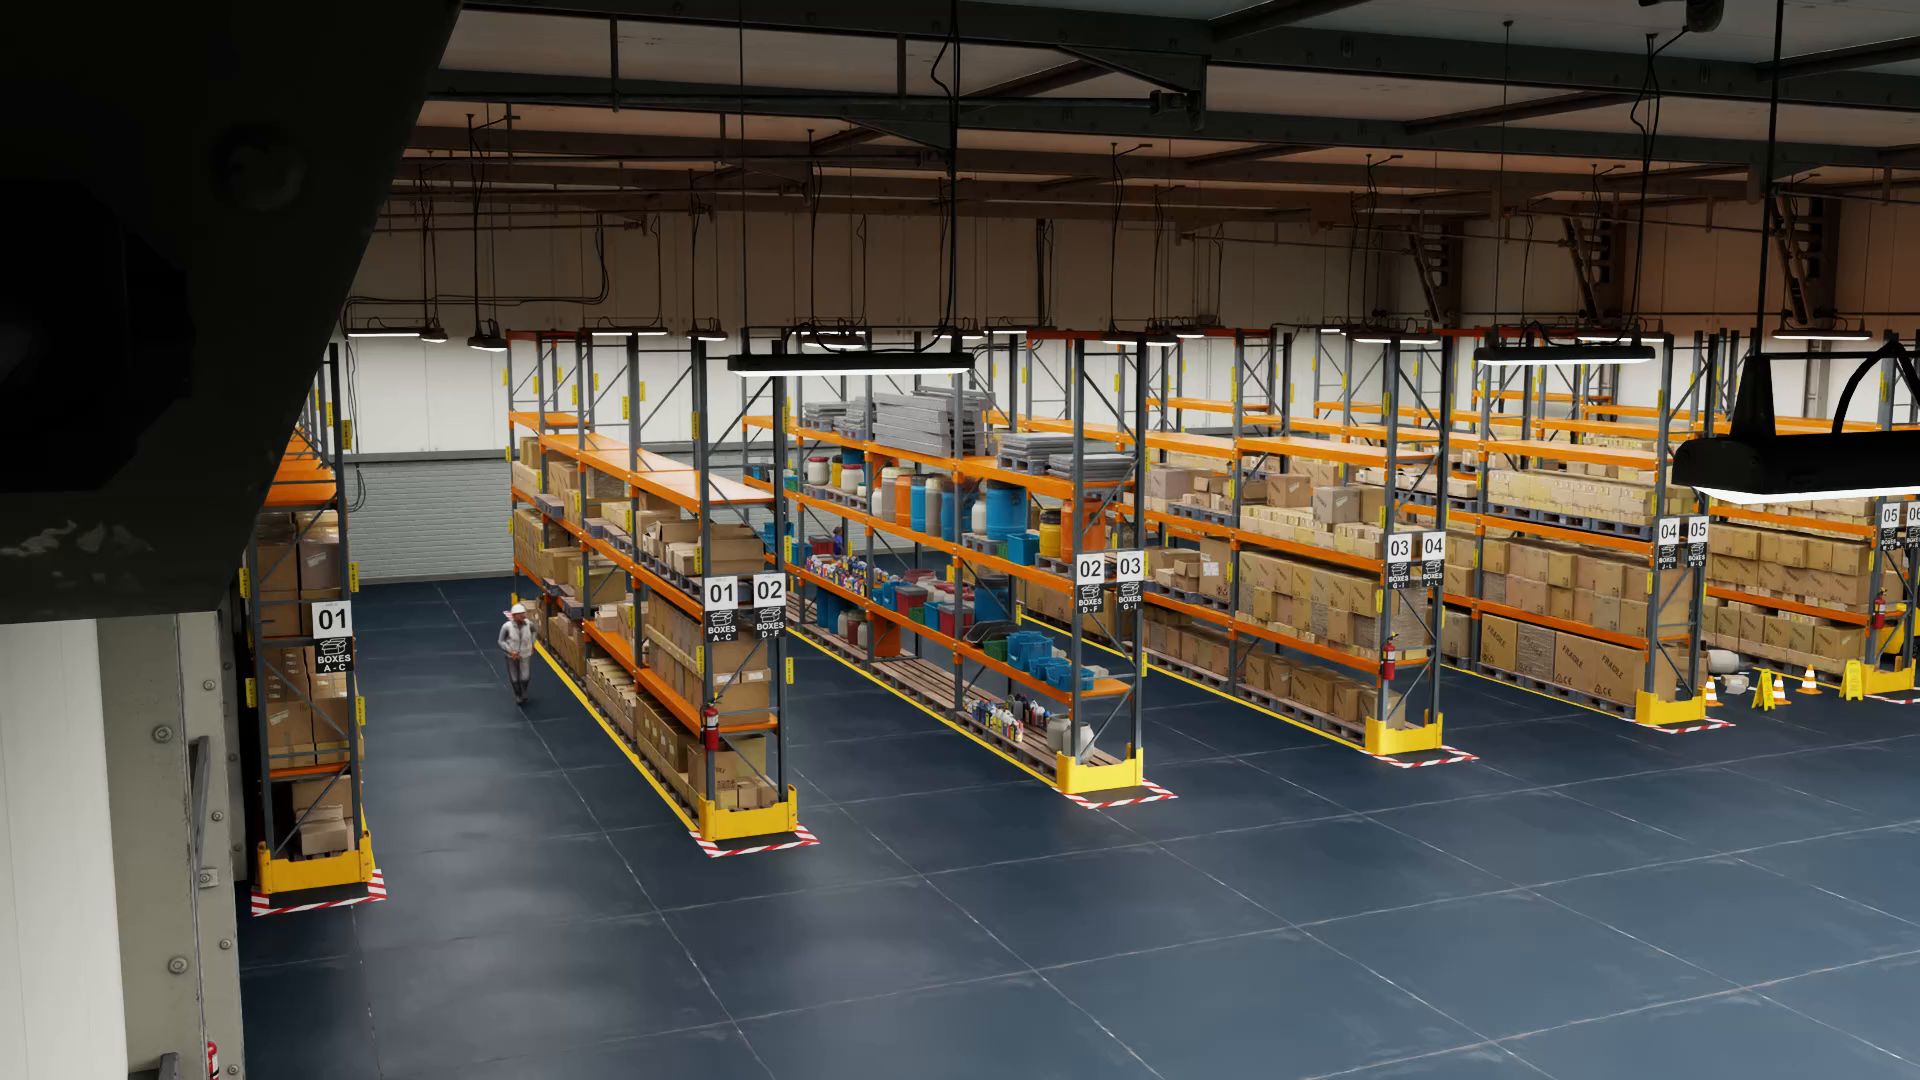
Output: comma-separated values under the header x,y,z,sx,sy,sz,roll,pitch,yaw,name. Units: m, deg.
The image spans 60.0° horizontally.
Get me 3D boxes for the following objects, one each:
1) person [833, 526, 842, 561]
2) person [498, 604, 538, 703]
x,y,z,sx,sy,sz,roll,pitch,yaw,name
-2.736,0.534,36.792,0.413,1.712,0.533,-5,9,-33,person
-7.144,1.845,26.918,0.612,1.684,0.723,-2,8,-13,person
